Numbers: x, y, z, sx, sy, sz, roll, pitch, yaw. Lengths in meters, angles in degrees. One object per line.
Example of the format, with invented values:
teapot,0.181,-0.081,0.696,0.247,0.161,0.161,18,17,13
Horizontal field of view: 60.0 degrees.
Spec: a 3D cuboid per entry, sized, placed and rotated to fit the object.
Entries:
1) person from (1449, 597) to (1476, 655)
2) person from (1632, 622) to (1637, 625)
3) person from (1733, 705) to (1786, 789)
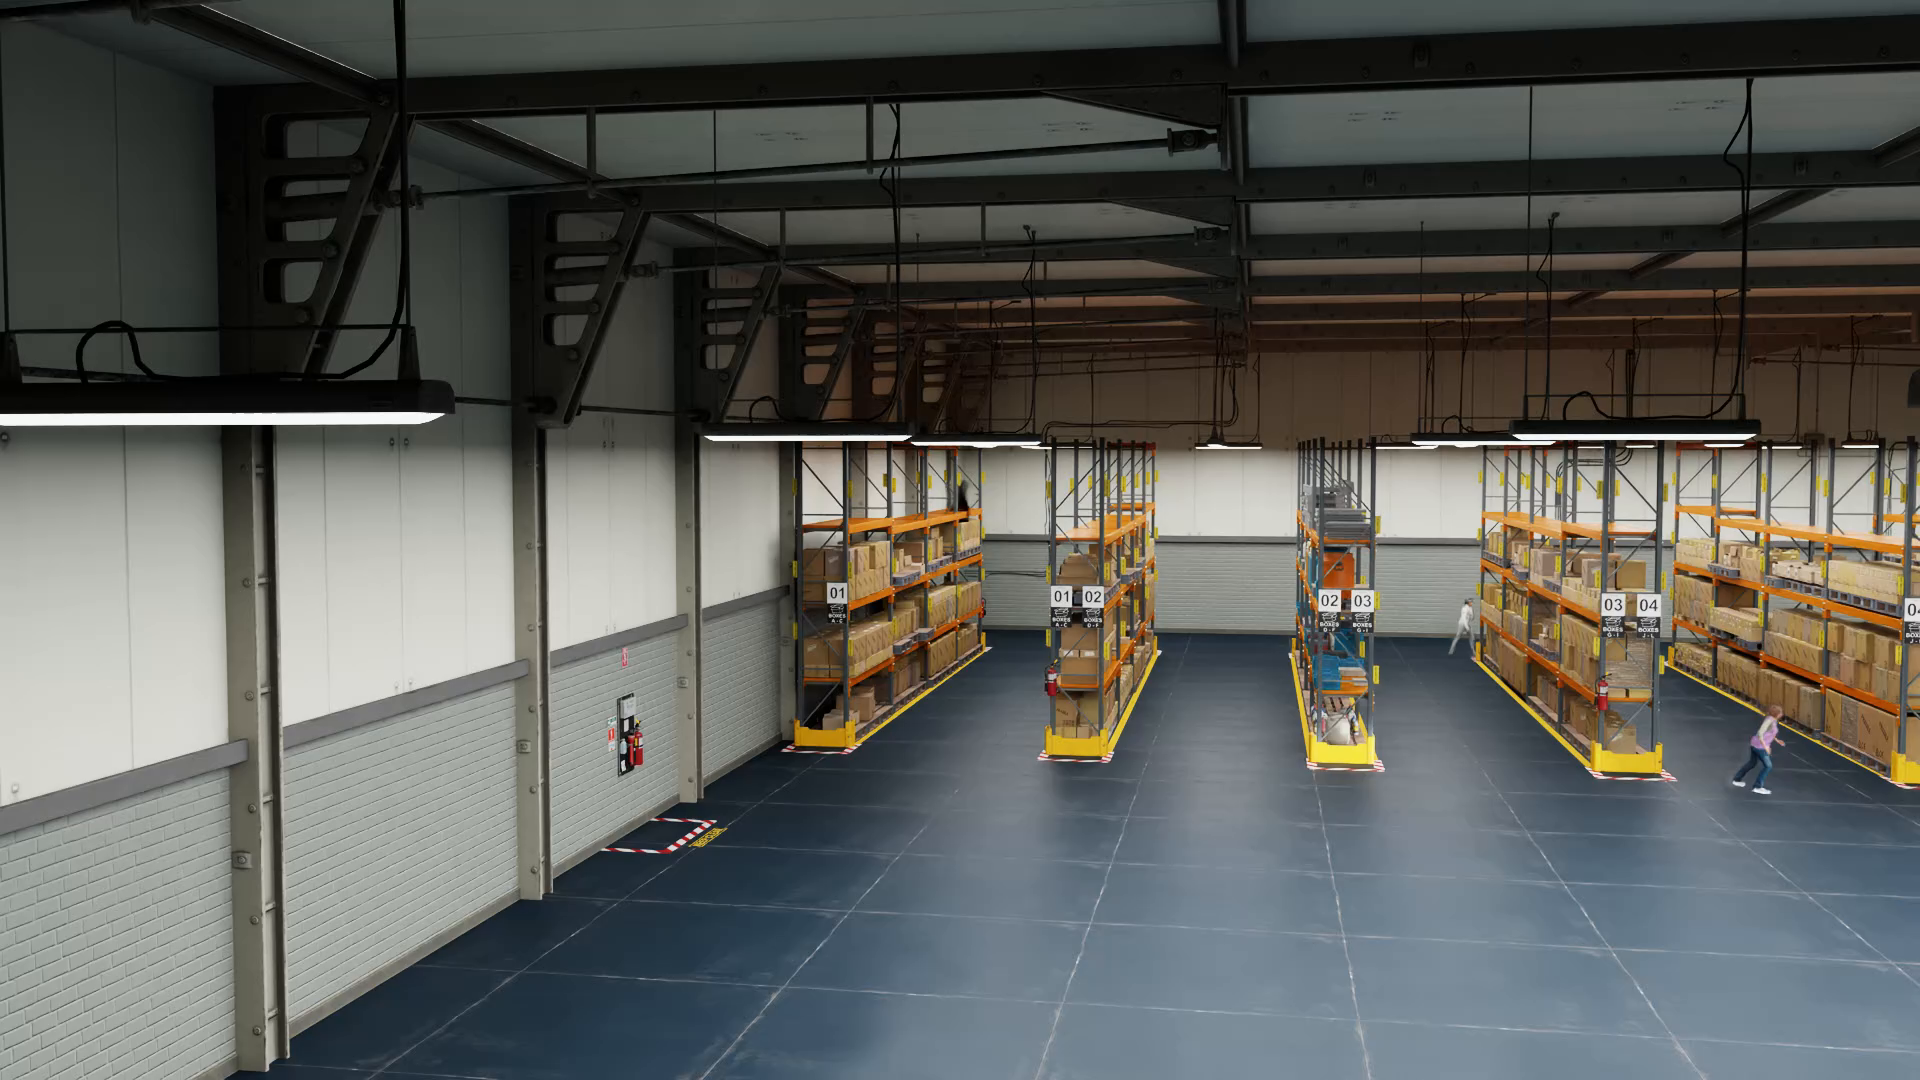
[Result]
person,14.262,2.423,46.884,0.609,1.617,0.869,-3,4,-42
person,17.873,2.610,44.374,0.708,1.609,0.715,1,3,17
person,13.411,3.459,27.899,0.793,1.444,0.510,2,3,28
